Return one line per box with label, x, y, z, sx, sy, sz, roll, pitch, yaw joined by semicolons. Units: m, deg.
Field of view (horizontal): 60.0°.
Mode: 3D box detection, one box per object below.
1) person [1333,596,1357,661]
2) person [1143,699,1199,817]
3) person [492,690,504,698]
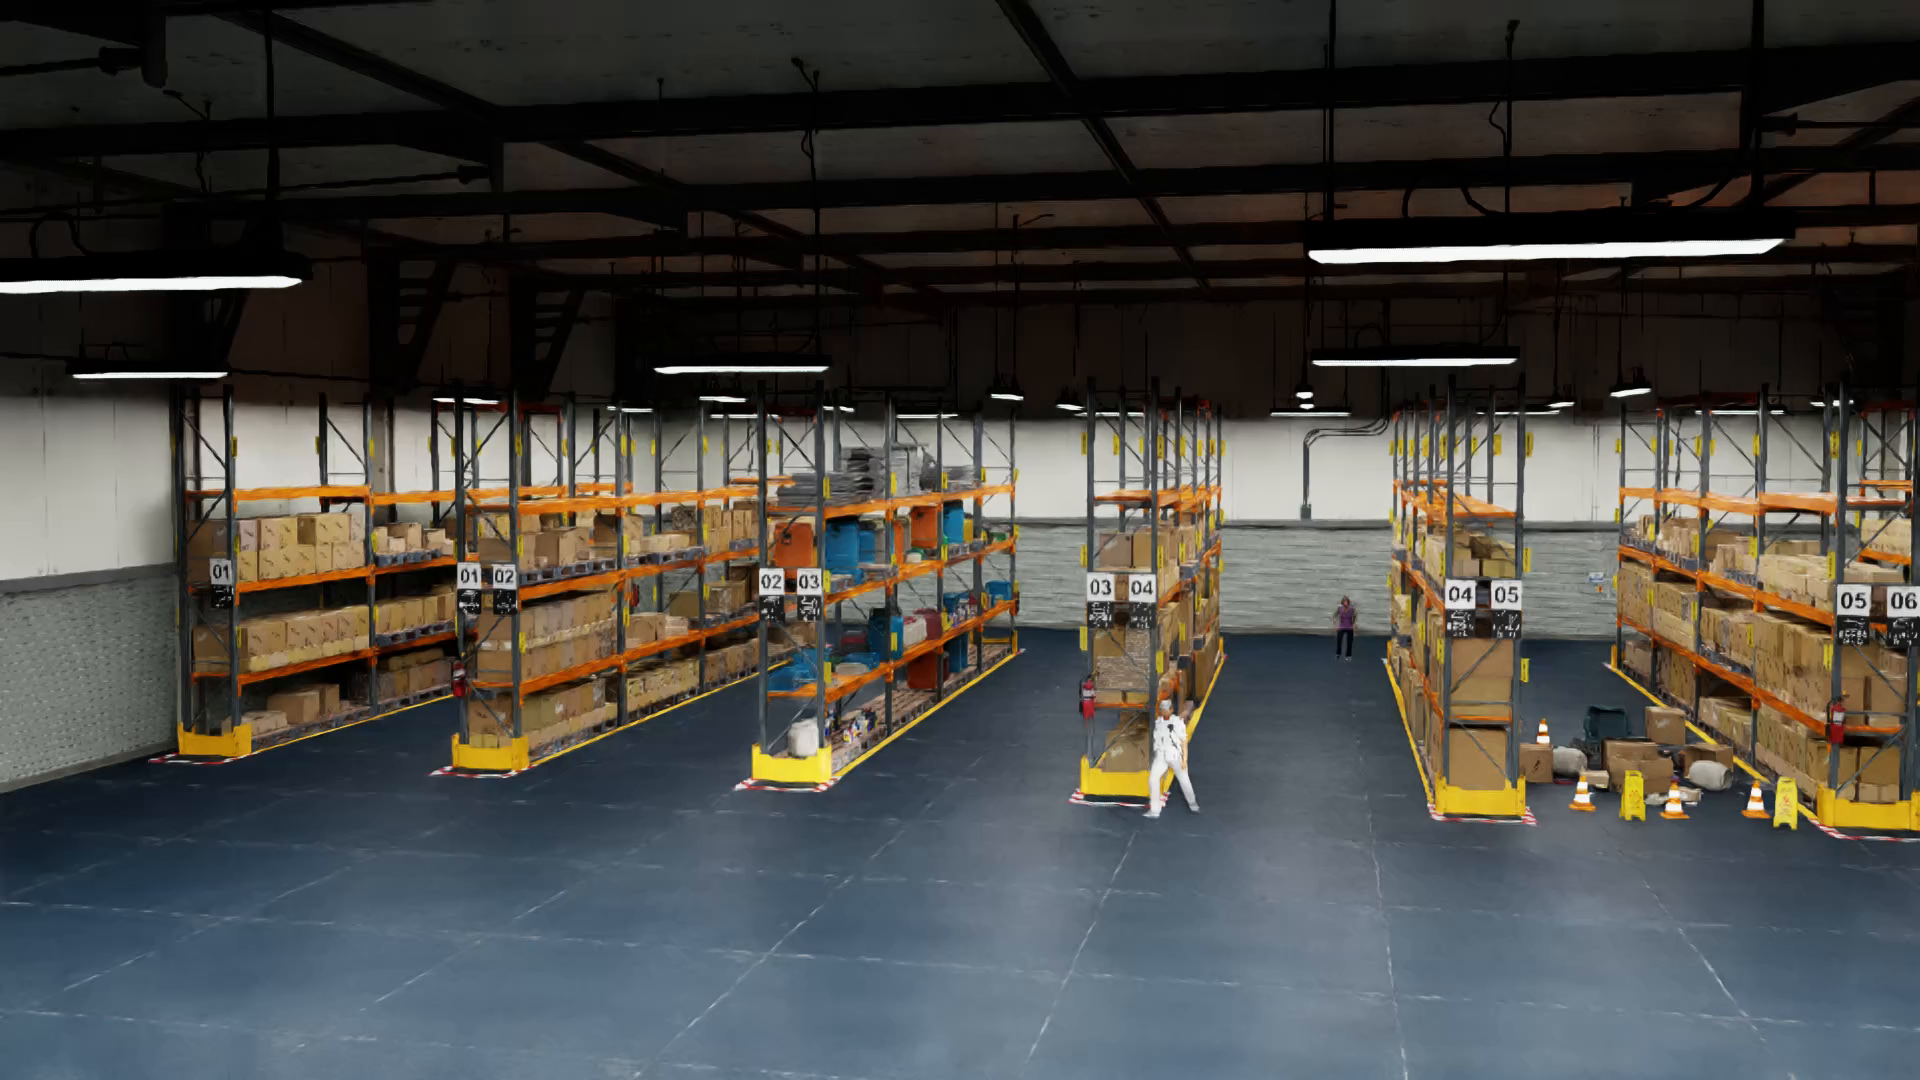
person;8.993;2.065;38.852;0.566;1.541;0.519;1;3;11
person;2.890;2.937;22.592;0.527;1.594;0.939;2;4;33
person;-8.741;2.323;31.784;0.456;1.768;0.628;-1;3;-16
